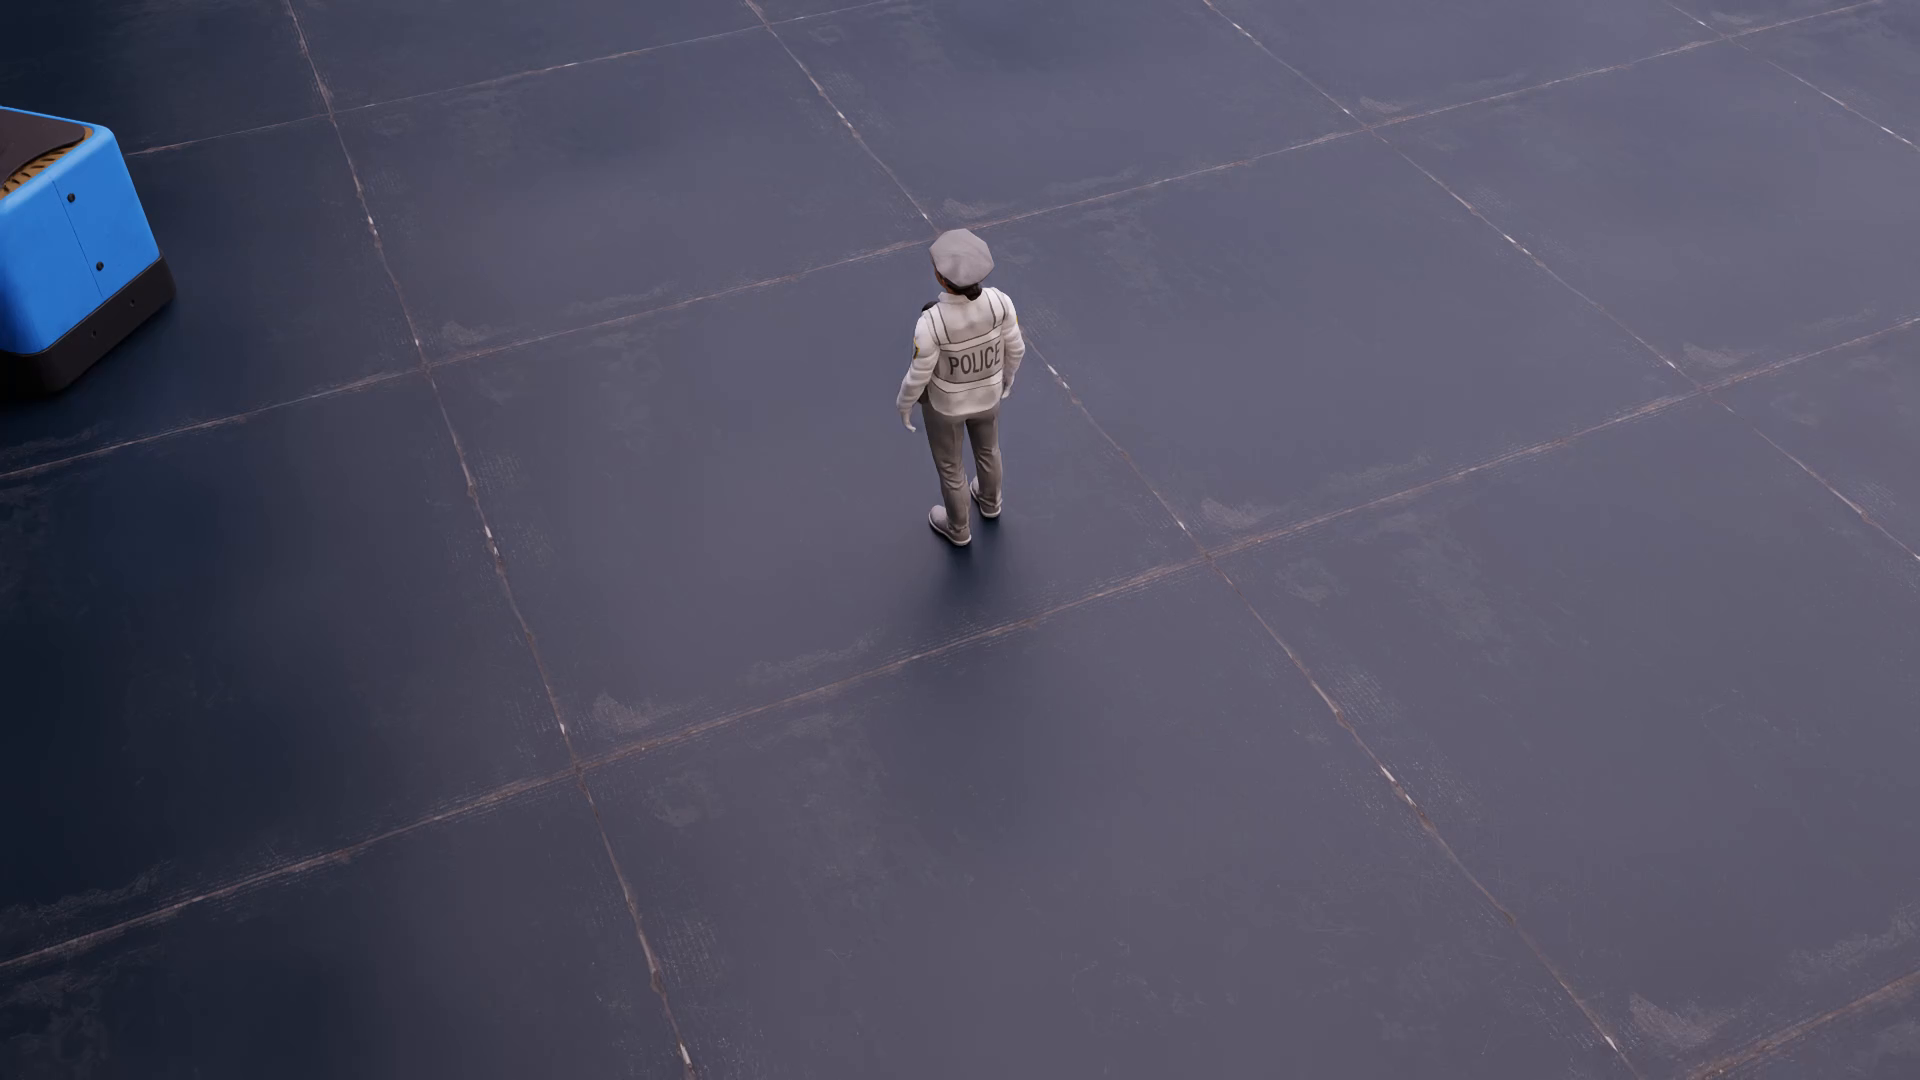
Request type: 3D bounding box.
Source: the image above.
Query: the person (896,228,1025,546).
[{"bbox_3d":[-0.022,-0.670,7.293,0.586,1.694,0.530,-18,46,-18],"label":"person"}]

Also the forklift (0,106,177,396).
[{"bbox_3d":[-5.903,-2.419,8.272,3.031,2.935,1.130,13,45,14],"label":"forklift"}]
